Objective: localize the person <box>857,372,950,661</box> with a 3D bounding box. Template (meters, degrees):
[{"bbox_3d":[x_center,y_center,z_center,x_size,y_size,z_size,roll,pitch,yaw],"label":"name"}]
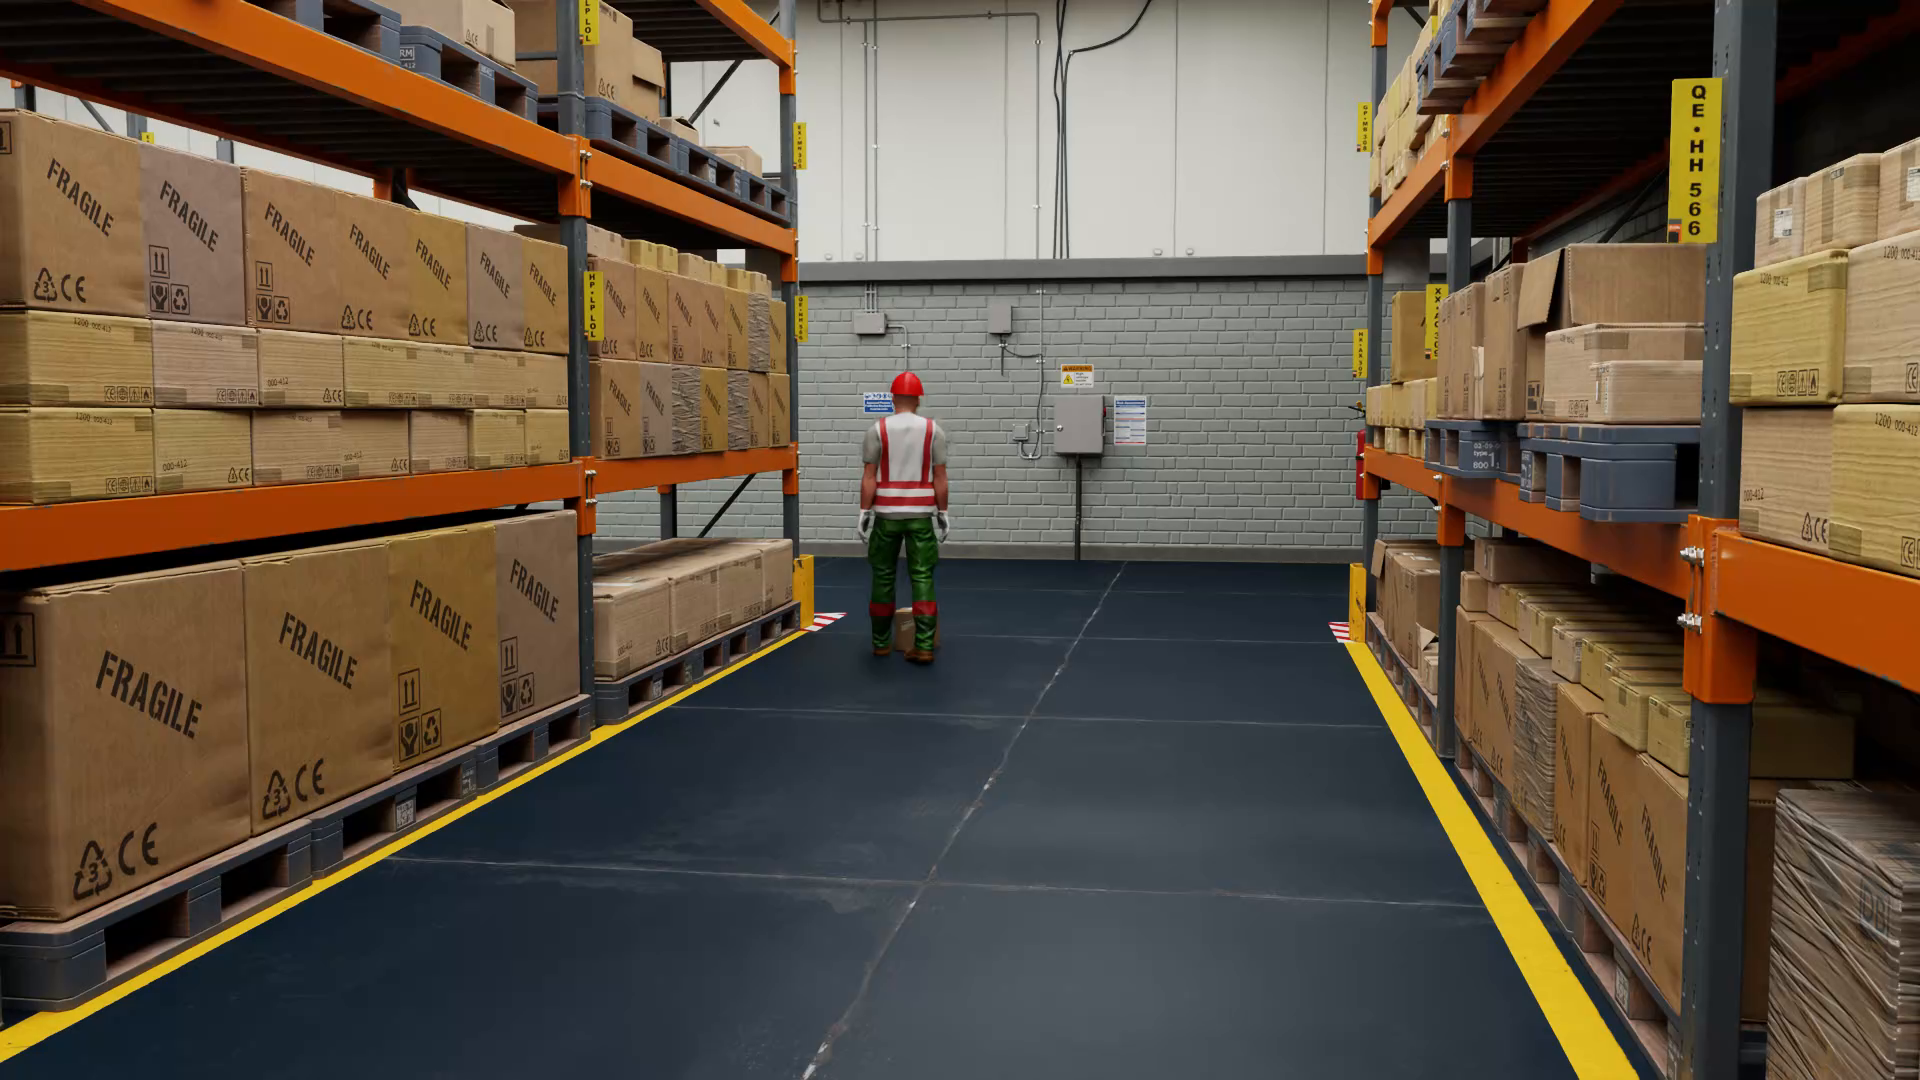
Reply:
[{"bbox_3d":[-0.360,-0.155,10.404,0.577,1.785,0.648,0,4,-6],"label":"person"}]
